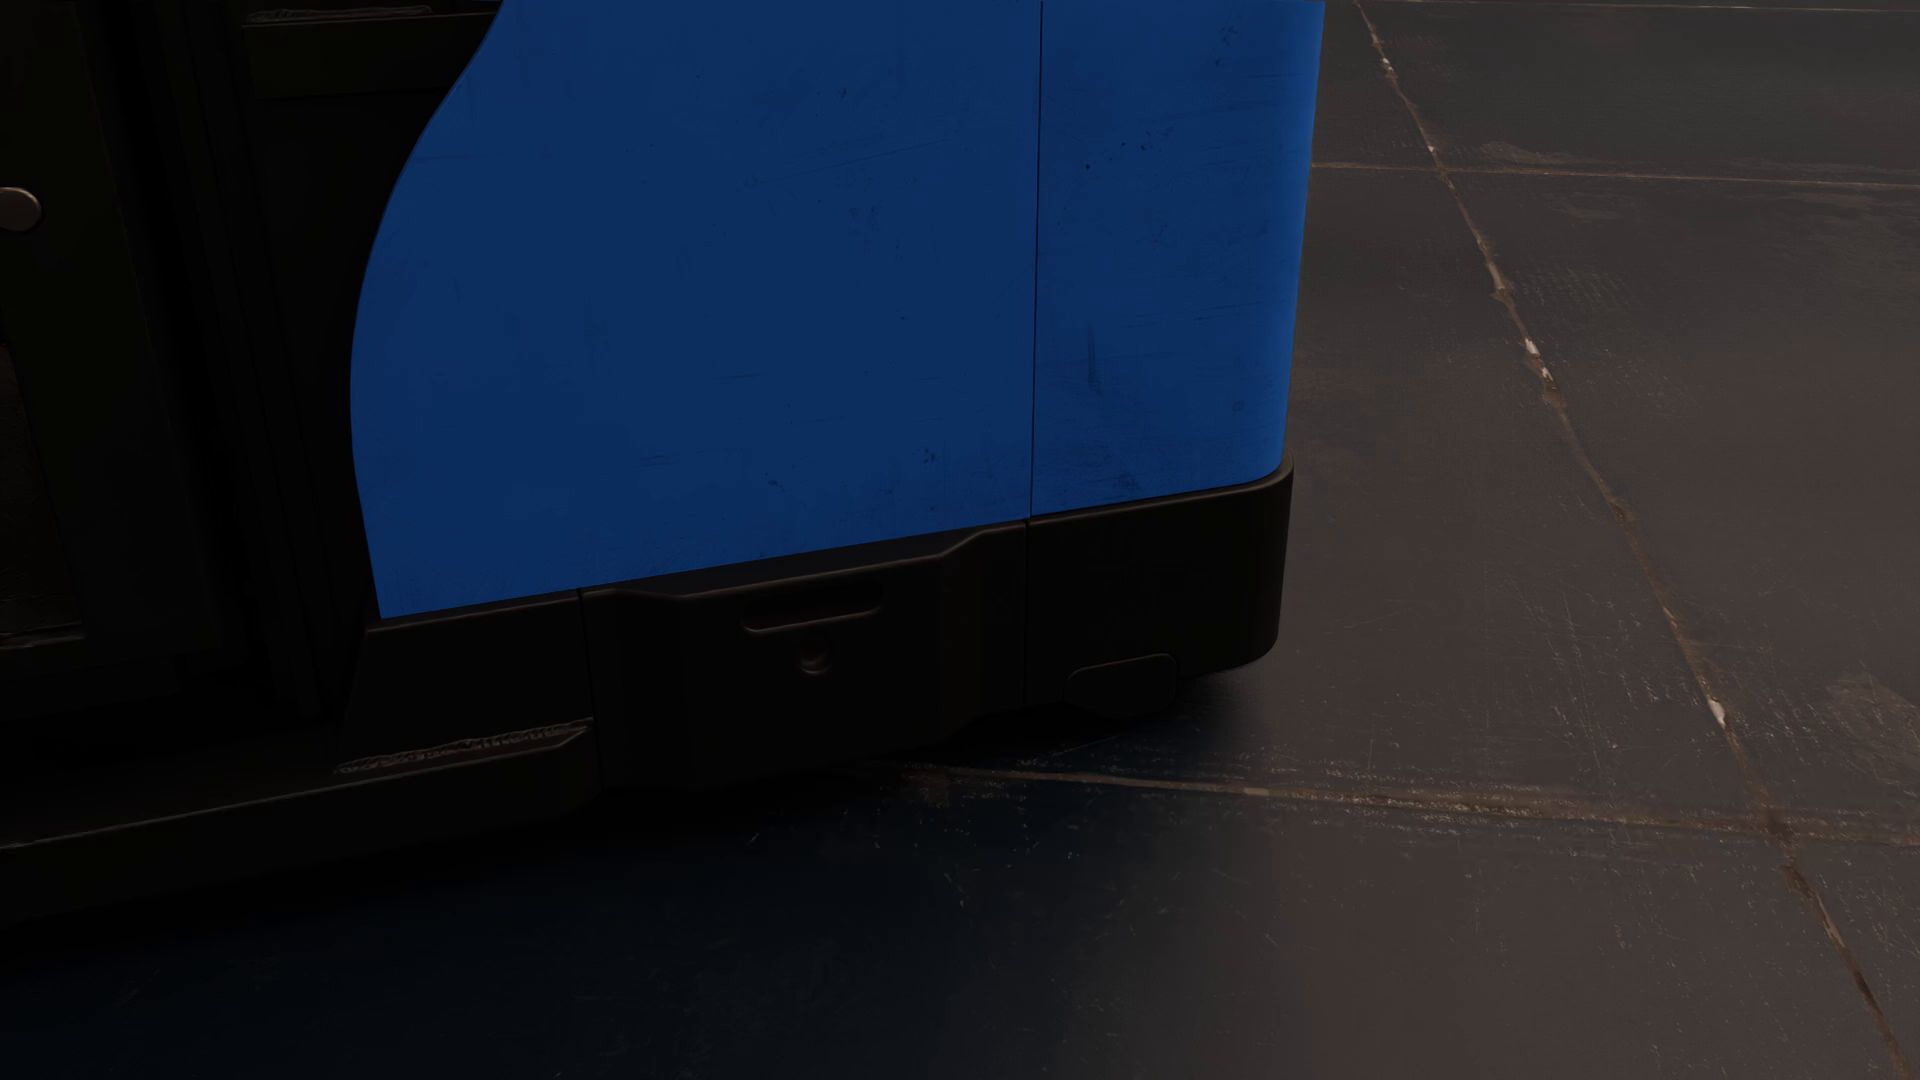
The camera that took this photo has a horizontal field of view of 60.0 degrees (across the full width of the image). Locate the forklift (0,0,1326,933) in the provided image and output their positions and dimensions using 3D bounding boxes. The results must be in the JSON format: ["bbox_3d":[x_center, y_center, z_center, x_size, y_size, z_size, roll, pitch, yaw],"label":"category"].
[{"bbox_3d":[-1.171,-1.101,1.424,3.031,2.935,1.130,-9,28,-17],"label":"forklift"}]
